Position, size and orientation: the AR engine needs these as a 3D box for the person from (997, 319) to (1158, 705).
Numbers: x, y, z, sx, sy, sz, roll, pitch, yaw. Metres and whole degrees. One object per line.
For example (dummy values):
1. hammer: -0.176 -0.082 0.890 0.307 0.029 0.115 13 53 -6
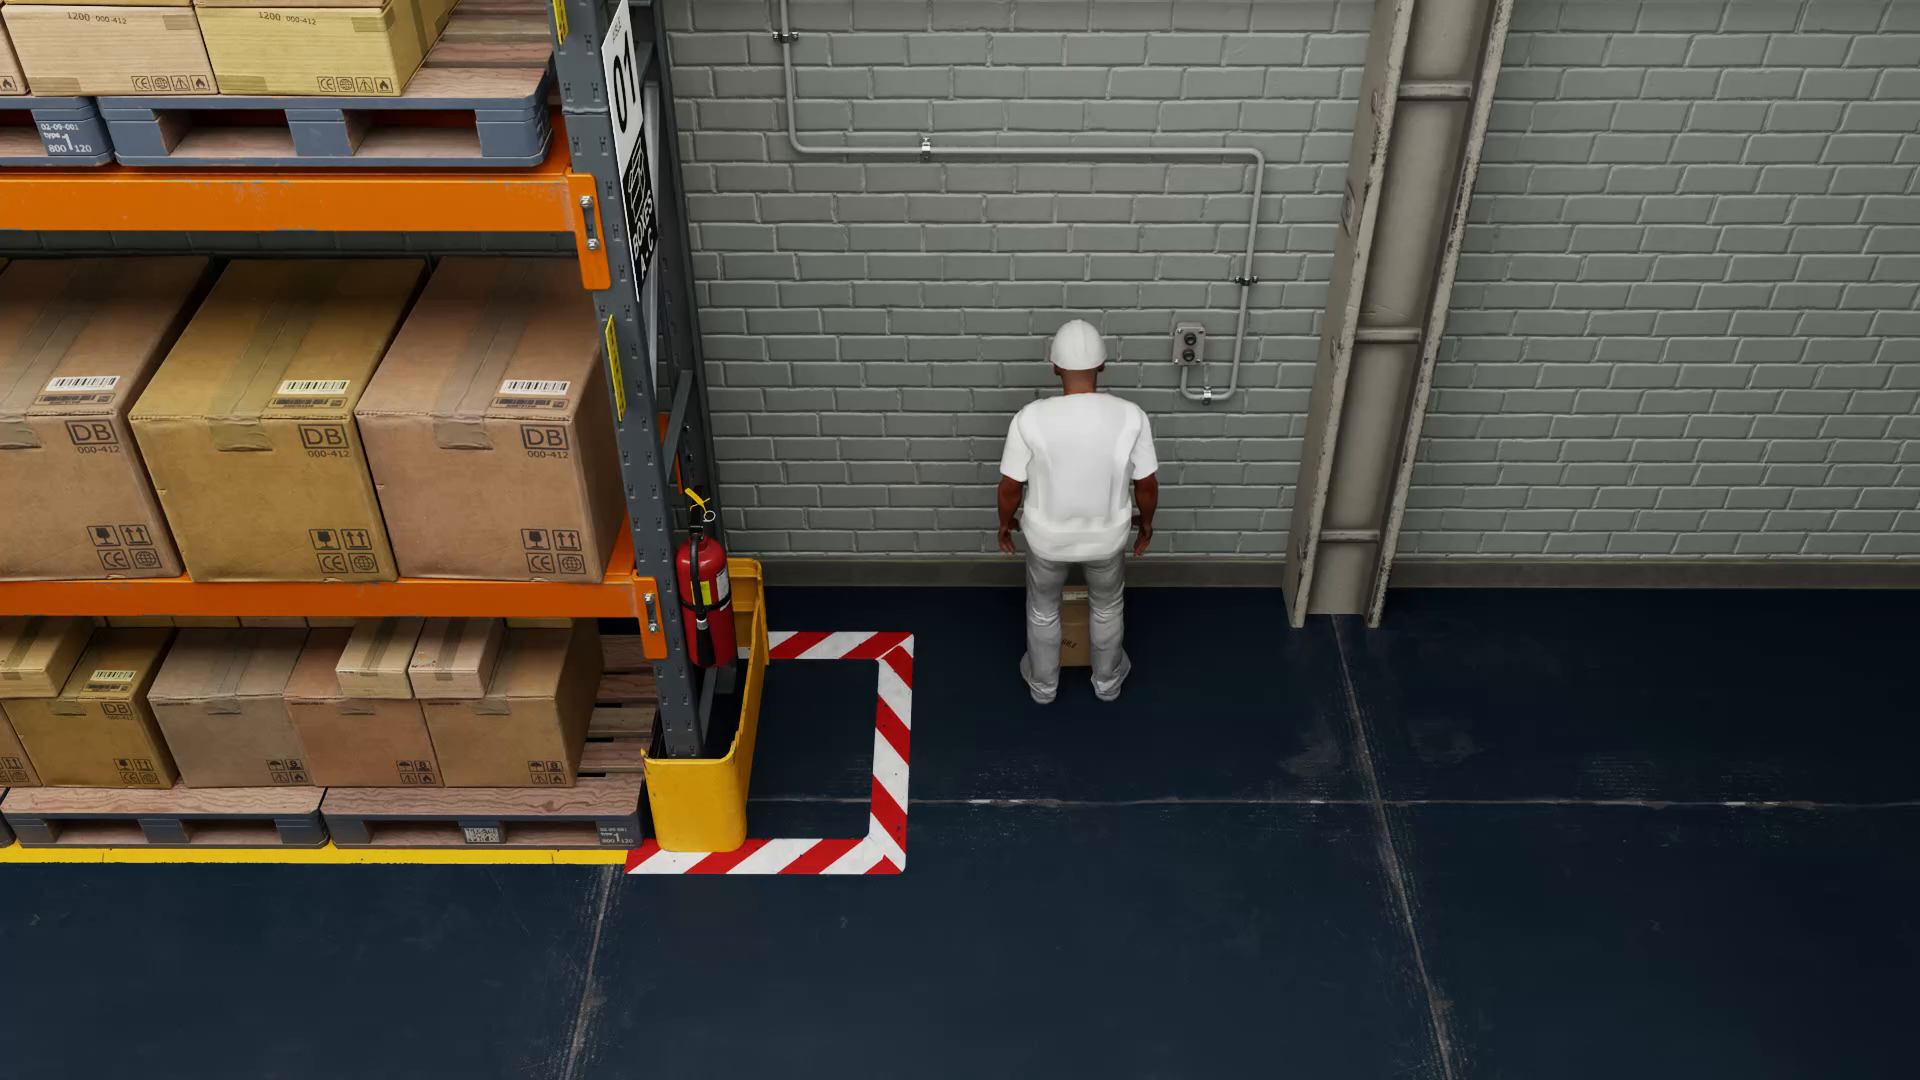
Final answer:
1. person: 0.458 -0.068 6.581 0.626 1.761 0.459 0 39 0
